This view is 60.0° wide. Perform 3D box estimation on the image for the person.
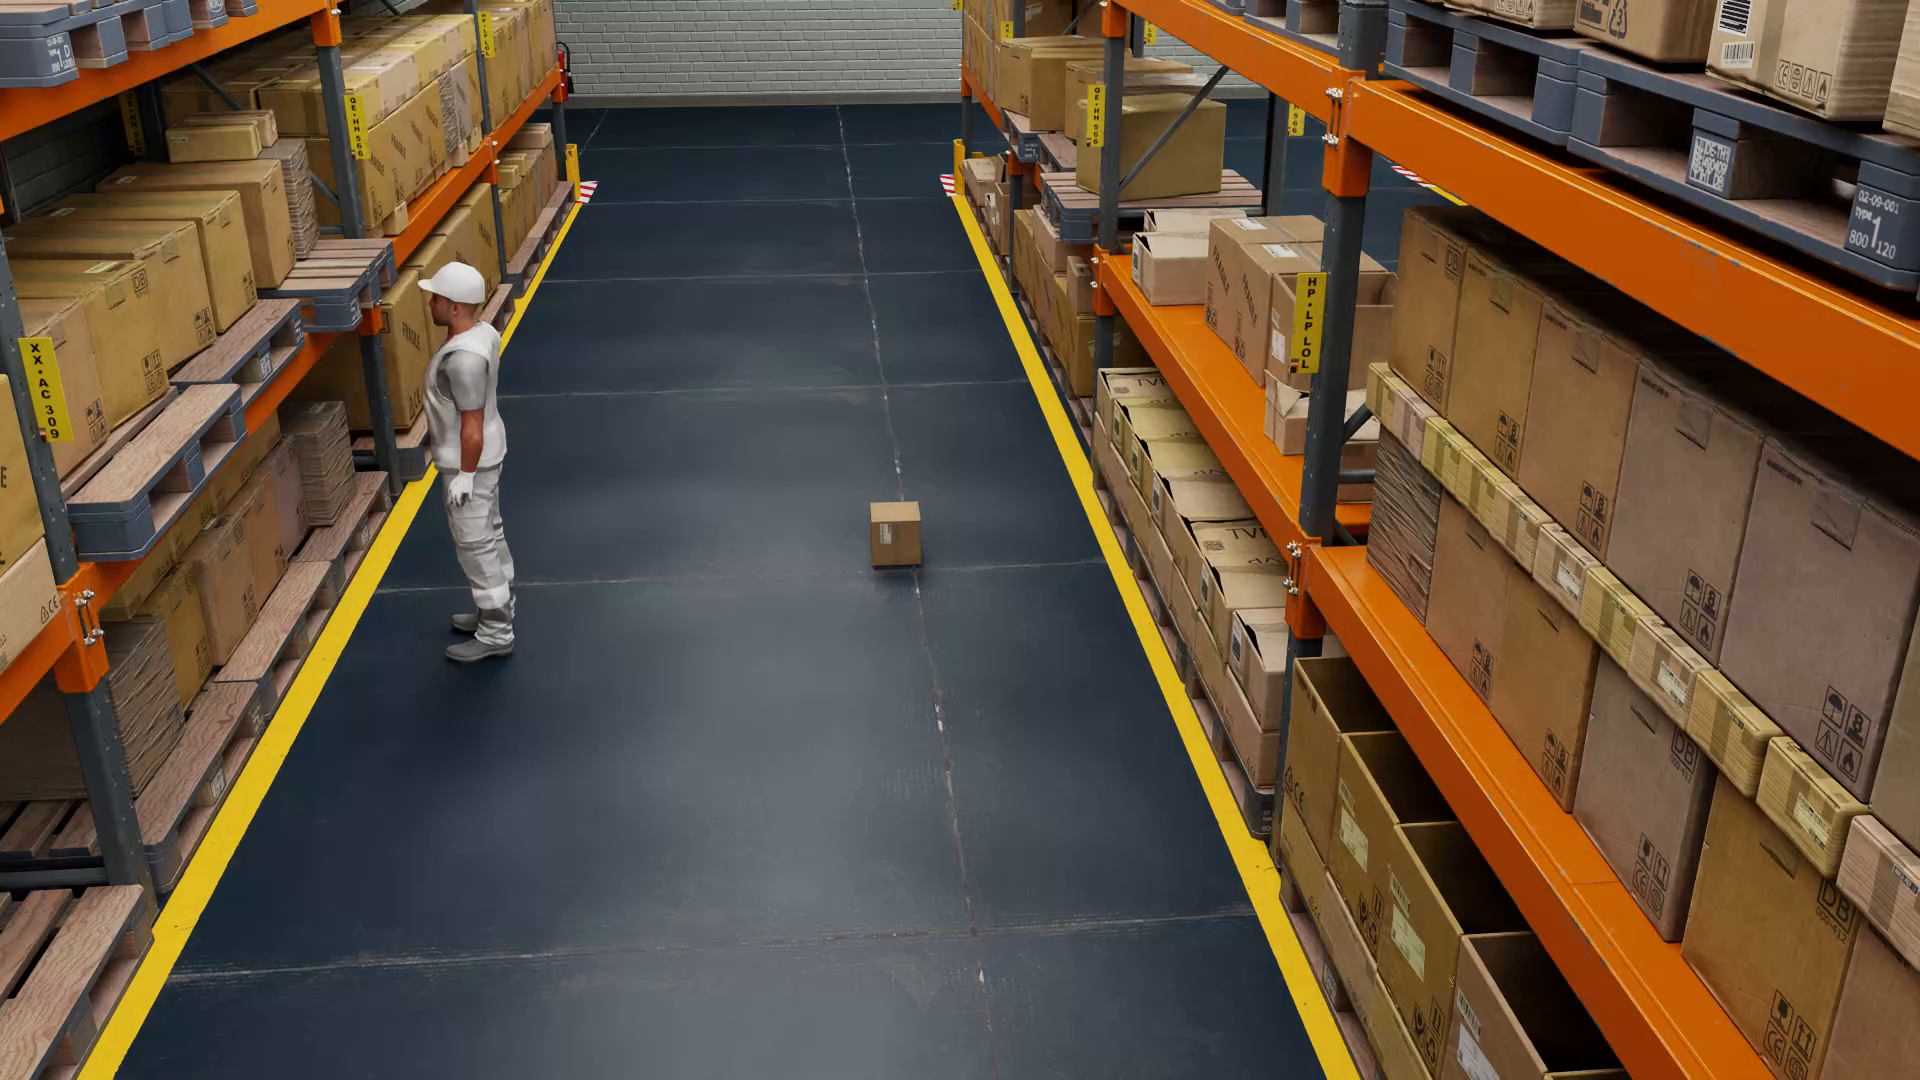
[{"bbox_3d":[-2.183,-0.342,7.353,0.386,1.794,0.526,-3,24,-8],"label":"person"}]
